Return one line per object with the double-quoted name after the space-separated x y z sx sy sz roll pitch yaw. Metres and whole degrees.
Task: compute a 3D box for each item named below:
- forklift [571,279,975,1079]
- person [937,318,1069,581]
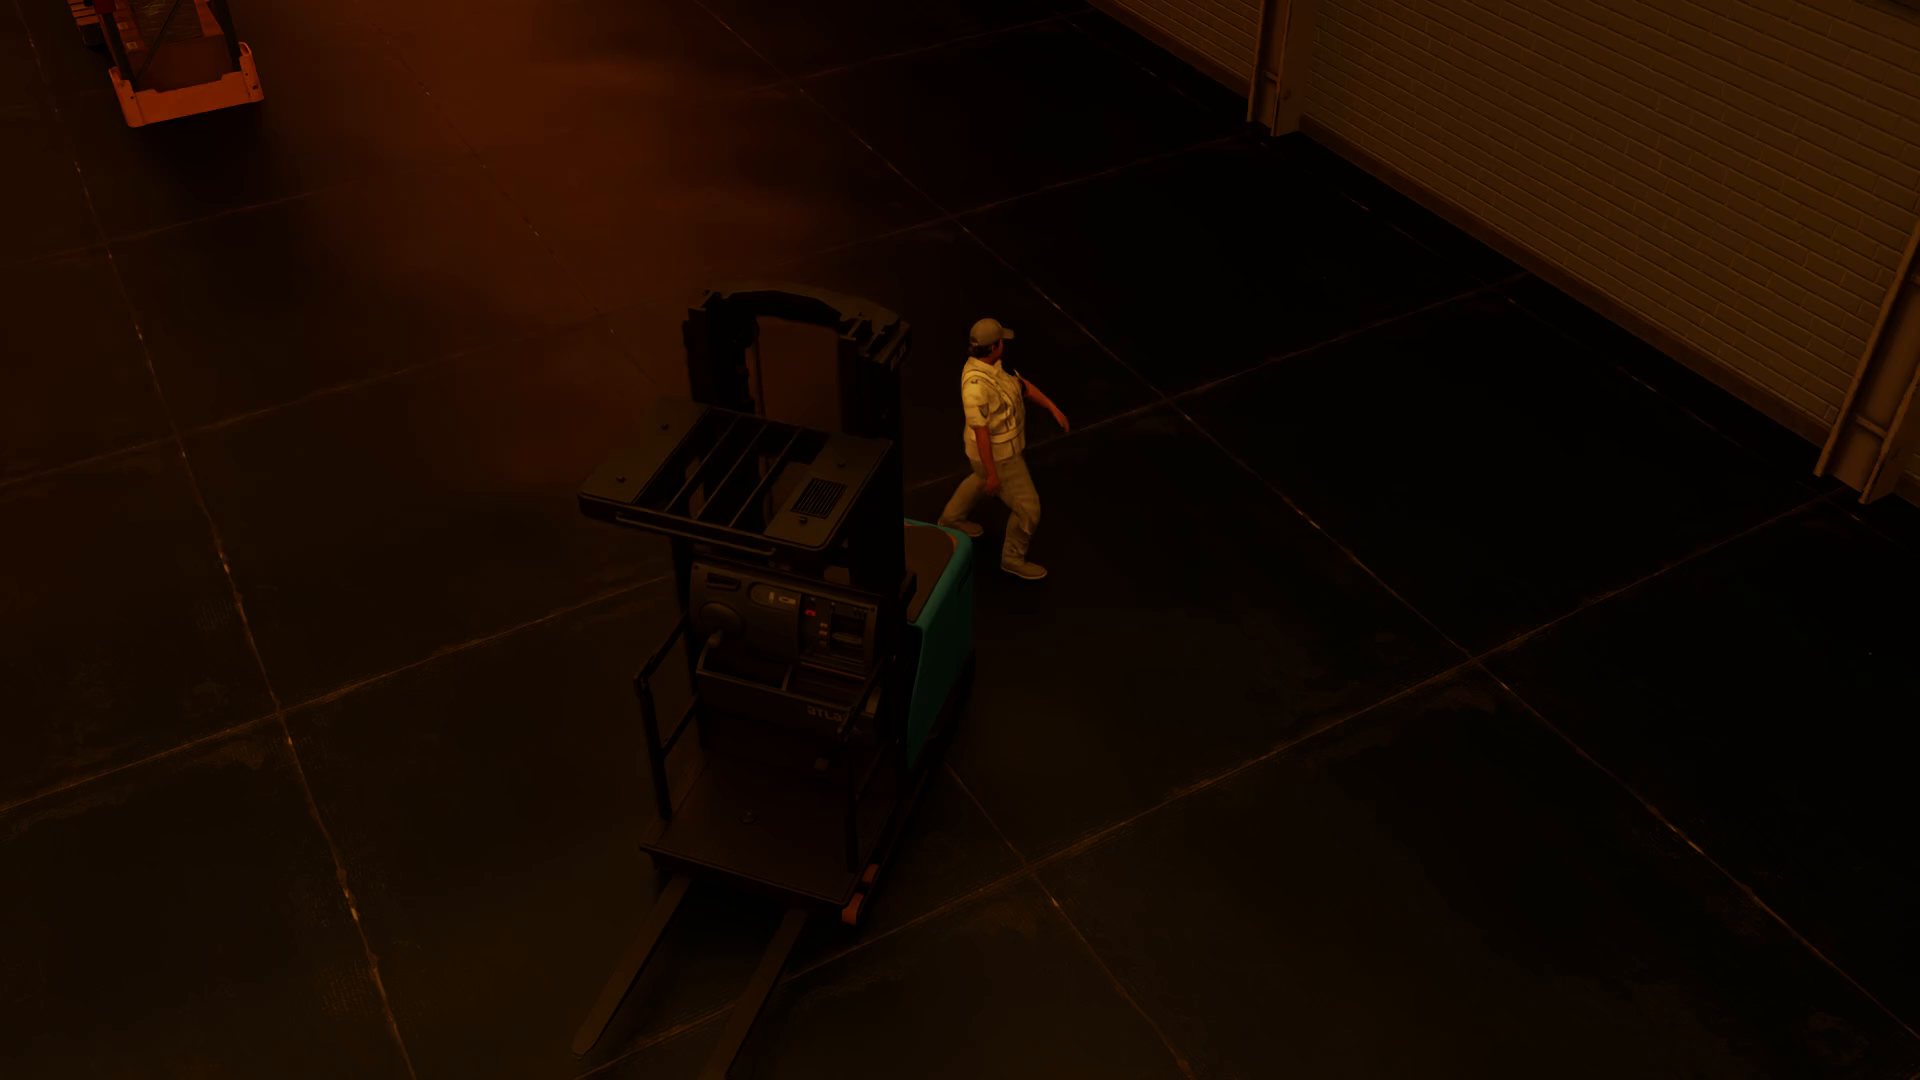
-0.886 0.444 7.501 1.130 2.935 3.031 13 41 15 "forklift"
0.250 -0.536 9.747 0.778 1.578 0.651 -1 40 -1 "person"
